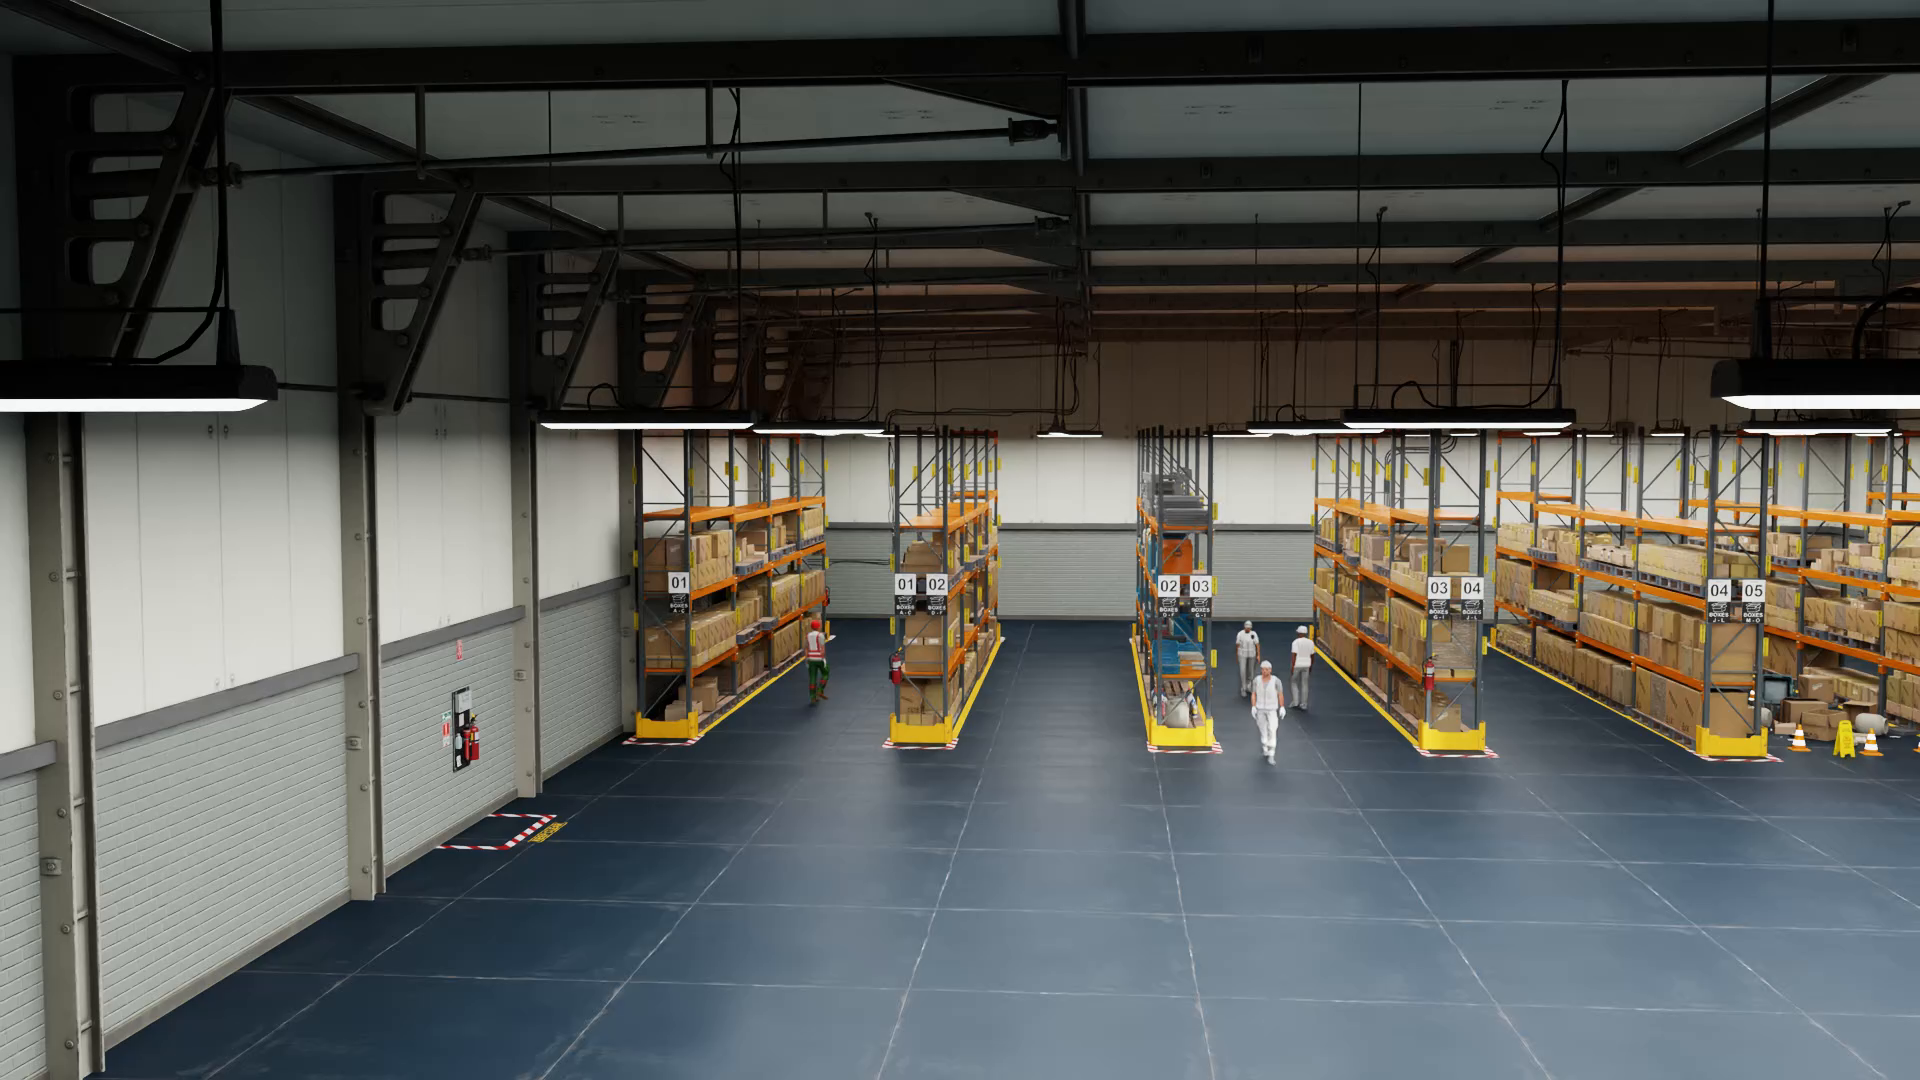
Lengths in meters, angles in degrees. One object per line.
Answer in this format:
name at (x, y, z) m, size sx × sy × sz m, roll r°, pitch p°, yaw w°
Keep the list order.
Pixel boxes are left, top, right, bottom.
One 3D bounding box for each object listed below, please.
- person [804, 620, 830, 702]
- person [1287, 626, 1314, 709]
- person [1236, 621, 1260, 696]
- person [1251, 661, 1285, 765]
person at (-3.147, 2.630, 36.392) m, size 0.567 × 1.773 × 0.495 m, roll 1°, pitch 4°, yaw 18°
person at (7.297, 2.736, 35.435) m, size 0.562 × 1.809 × 0.602 m, roll 0°, pitch 3°, yaw -3°
person at (6.491, 2.650, 37.477) m, size 0.527 × 1.679 × 0.668 m, roll 0°, pitch 3°, yaw 1°
person at (5.486, 3.057, 29.721) m, size 0.577 × 1.804 × 0.805 m, roll 2°, pitch 4°, yaw 26°
